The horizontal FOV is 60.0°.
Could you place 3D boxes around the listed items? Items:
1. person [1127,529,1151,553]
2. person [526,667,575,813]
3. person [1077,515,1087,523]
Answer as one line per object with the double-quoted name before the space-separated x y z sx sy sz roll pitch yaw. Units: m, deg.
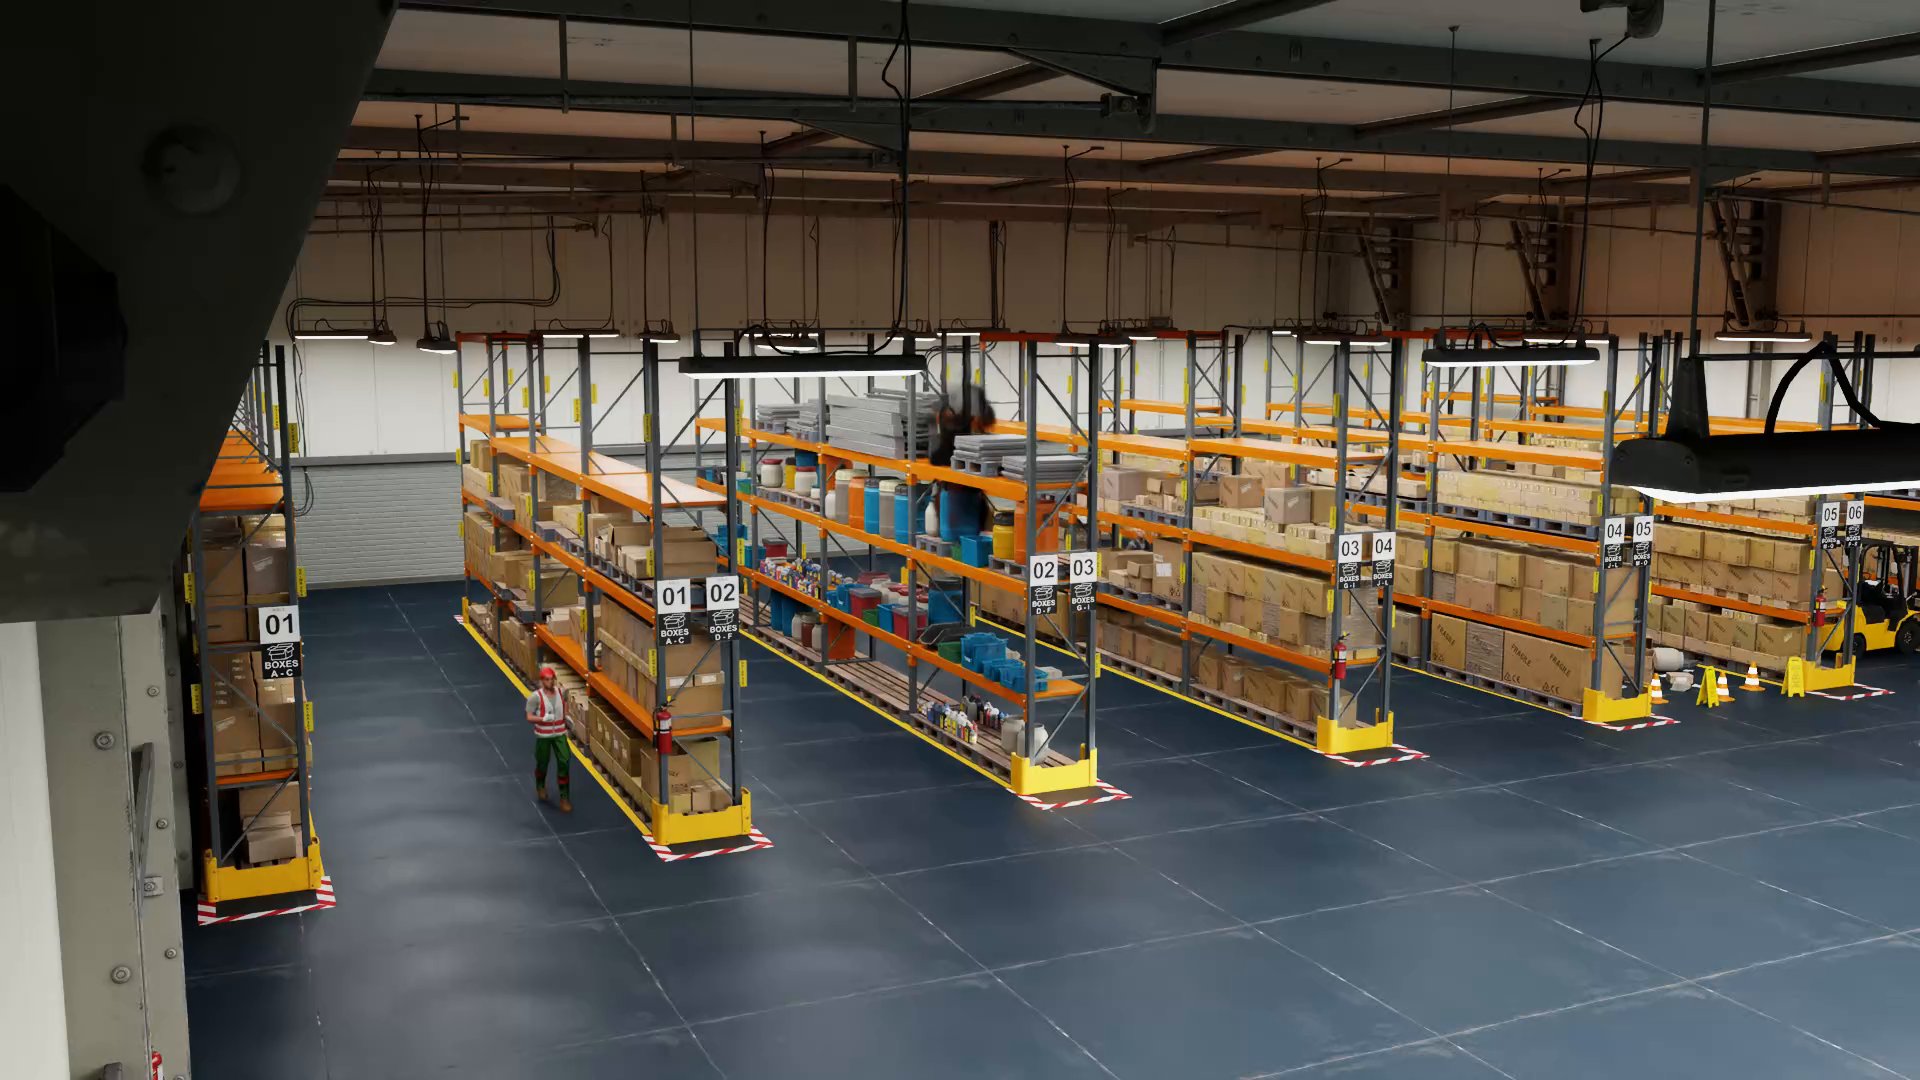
"person" 3.917 0.588 36.489 0.669 1.720 0.821 -4 9 -26
"person" -5.280 2.543 21.471 0.654 1.834 0.855 -4 9 -29
"person" 3.089 -0.115 41.507 0.750 1.805 0.771 -7 10 -40
